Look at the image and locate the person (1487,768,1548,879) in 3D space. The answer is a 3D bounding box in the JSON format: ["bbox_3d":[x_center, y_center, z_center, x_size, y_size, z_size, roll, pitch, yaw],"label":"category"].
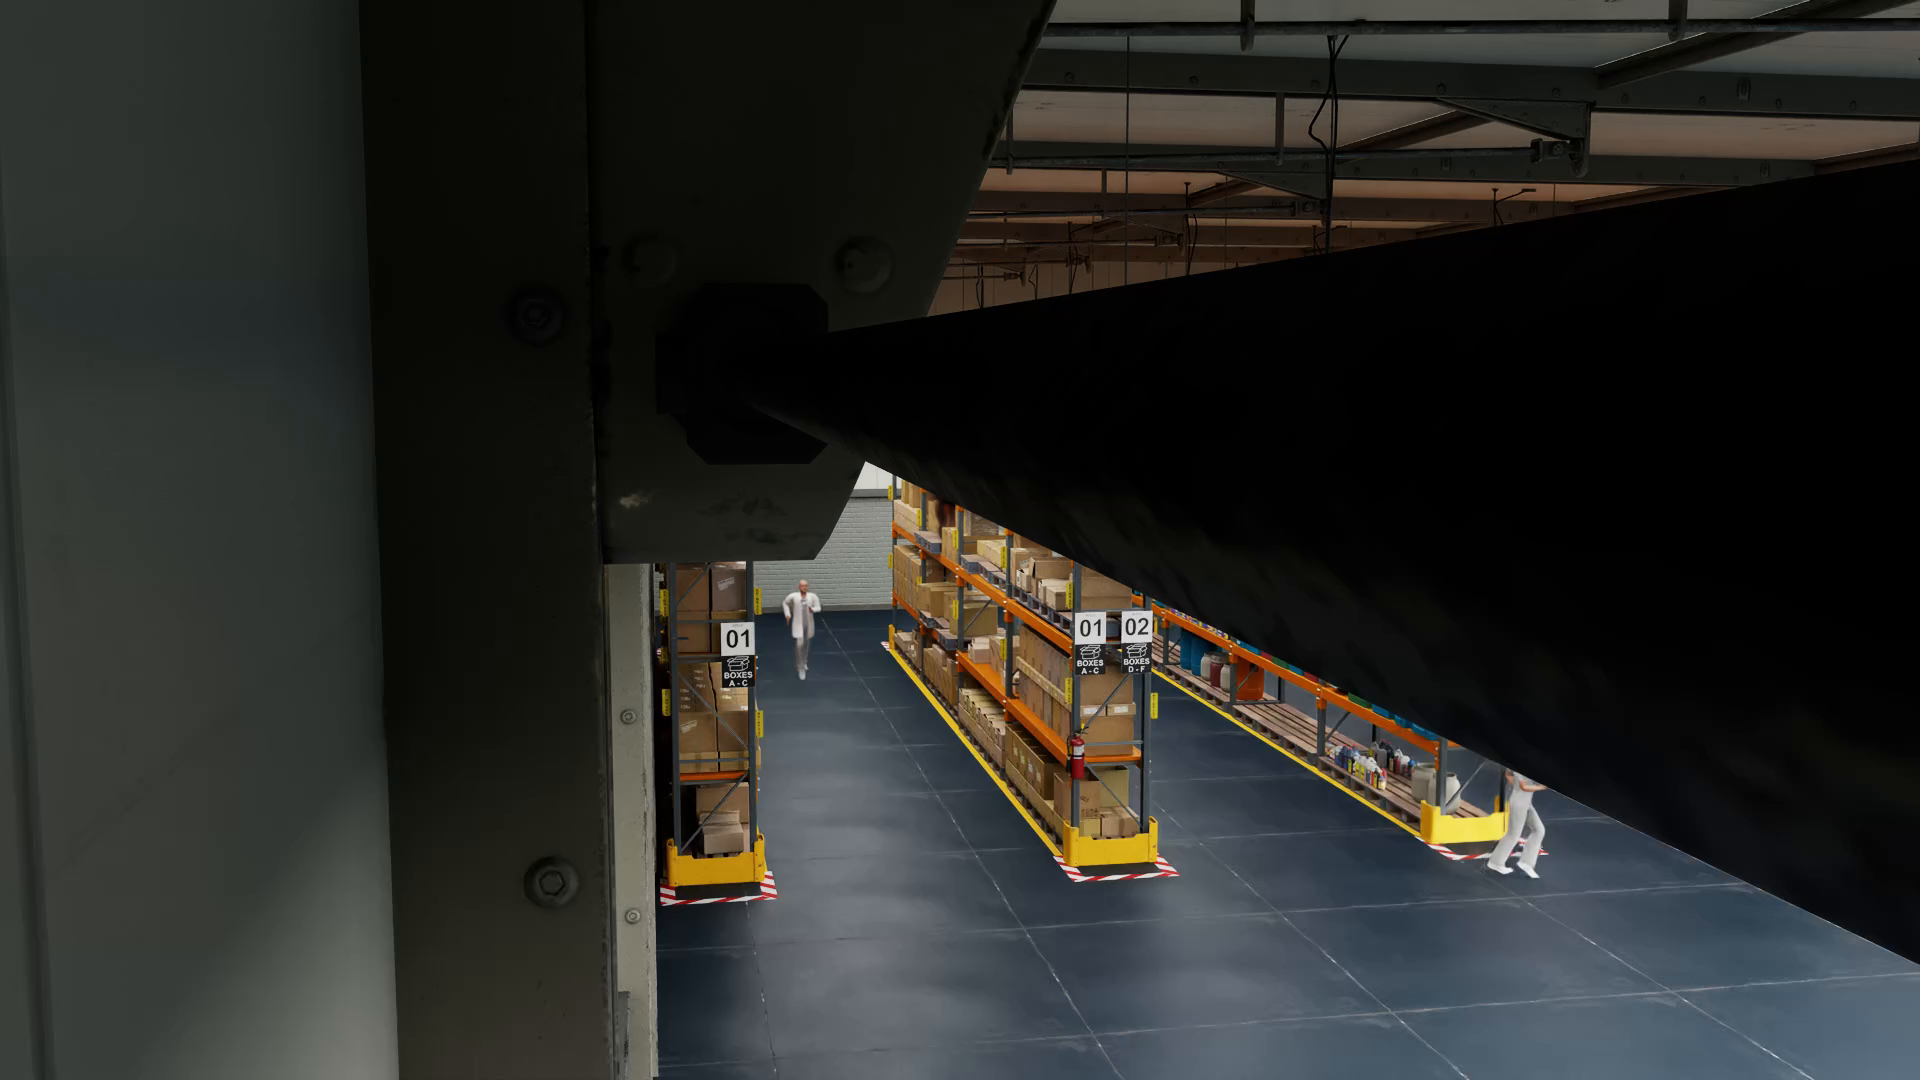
[{"bbox_3d":[6.898,3.304,20.453,0.708,1.706,0.567,2,7,21],"label":"person"}]

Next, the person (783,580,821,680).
[{"bbox_3d":[-3.037,1.715,32.207,0.672,1.894,0.821,-2,7,-21],"label":"person"}]
